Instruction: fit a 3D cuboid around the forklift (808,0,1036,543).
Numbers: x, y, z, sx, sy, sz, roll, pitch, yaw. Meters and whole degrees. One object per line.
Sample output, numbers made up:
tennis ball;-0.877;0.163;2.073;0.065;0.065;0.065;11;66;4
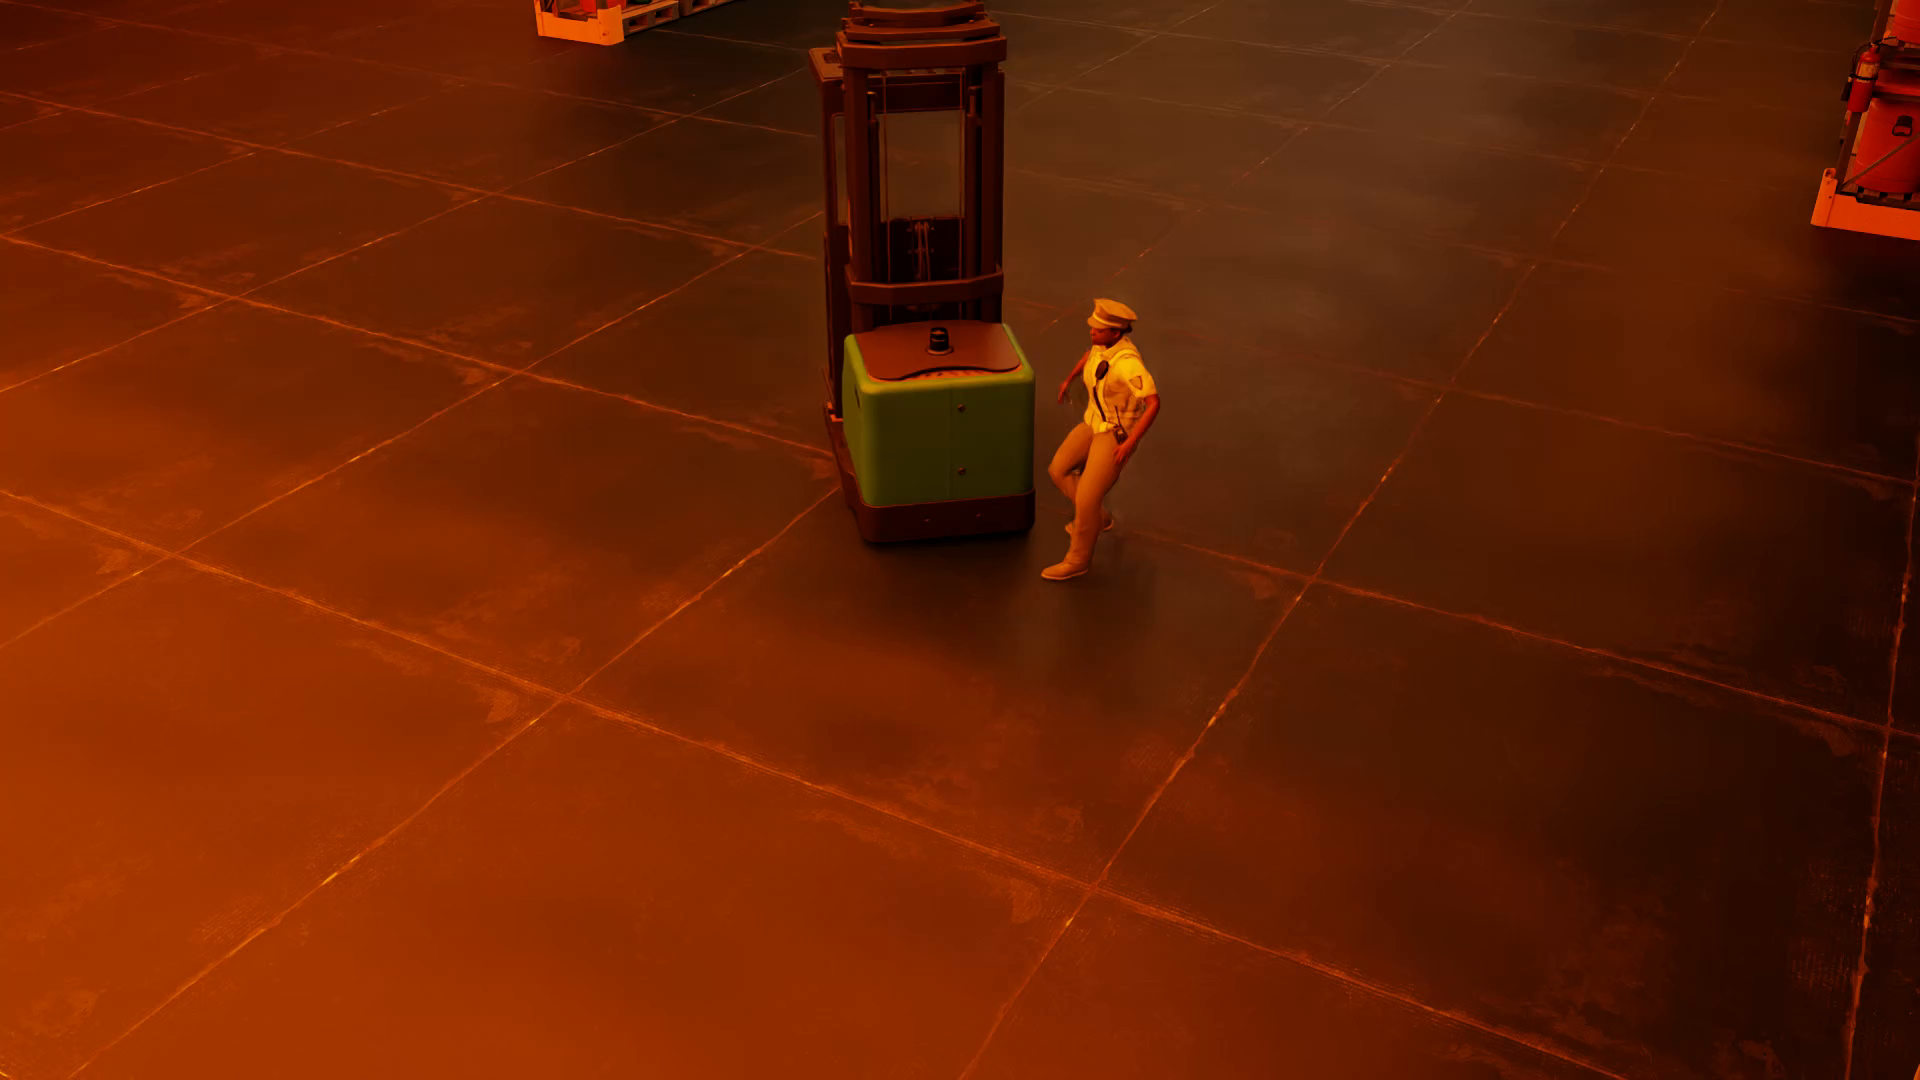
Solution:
forklift;-0.325;-1.973;10.490;1.130;2.935;3.031;-5;30;-9

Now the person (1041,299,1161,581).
person;0.723;-0.603;9.462;0.639;1.606;0.883;-8;31;-14
